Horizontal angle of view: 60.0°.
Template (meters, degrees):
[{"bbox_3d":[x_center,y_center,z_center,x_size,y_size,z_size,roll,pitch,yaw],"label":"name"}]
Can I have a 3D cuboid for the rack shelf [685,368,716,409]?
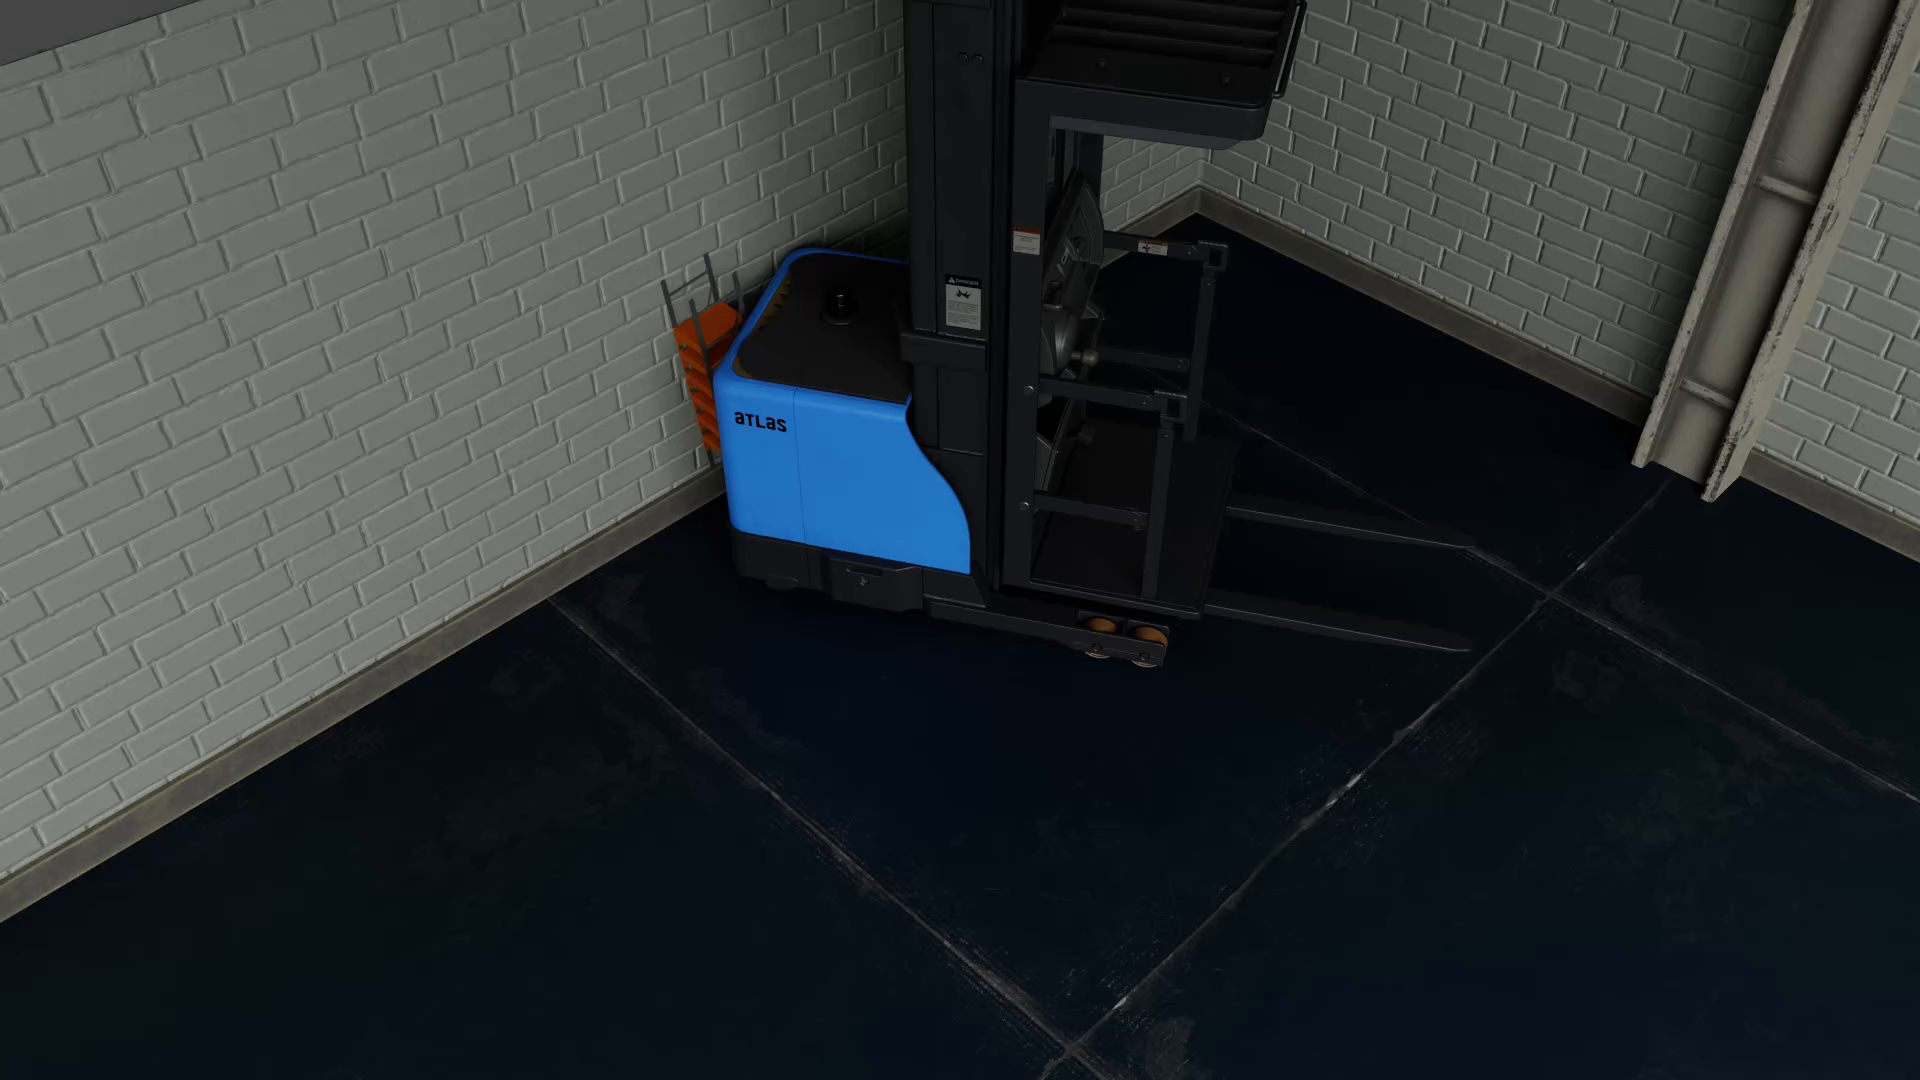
[{"bbox_3d":[-0.996,-0.693,6.992,0.258,0.103,0.180,-38,54,-26],"label":"rack shelf"}]

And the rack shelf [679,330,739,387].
[{"bbox_3d":[-1.006,-0.774,6.904,0.258,0.103,0.180,-38,54,-26],"label":"rack shelf"}]

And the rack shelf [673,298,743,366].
[{"bbox_3d":[-1.016,-0.855,6.816,0.258,0.103,0.180,-38,54,-26],"label":"rack shelf"}]

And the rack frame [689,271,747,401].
[{"bbox_3d":[-0.926,-0.597,6.999,0.240,1.200,0.006,-38,54,-26],"label":"rack frame"}]

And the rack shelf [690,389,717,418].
[{"bbox_3d":[-0.987,-0.612,7.080,0.258,0.103,0.180,-38,54,-26],"label":"rack shelf"}]

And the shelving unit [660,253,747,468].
[{"bbox_3d":[-0.990,-0.642,7.047,0.258,1.200,0.189,-38,54,-26],"label":"shelving unit"}]

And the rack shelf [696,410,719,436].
[{"bbox_3d":[-0.977,-0.531,7.168,0.258,0.103,0.180,-38,54,-26],"label":"rack shelf"}]

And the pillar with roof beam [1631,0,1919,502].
[{"bbox_3d":[0.277,-1.575,2.324,9.100,9.000,0.400,-34,53,-31],"label":"pillar with roof beam"}]

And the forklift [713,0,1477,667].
[{"bbox_3d":[0.607,-0.967,6.136,3.031,2.935,1.130,10,44,11],"label":"forklift"}]

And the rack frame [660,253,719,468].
[{"bbox_3d":[-1.054,-0.686,7.095,0.240,1.200,0.006,-38,54,-26],"label":"rack frame"}]

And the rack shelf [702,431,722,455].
[{"bbox_3d":[-0.967,-0.450,7.256,0.258,0.103,0.180,-38,54,-26],"label":"rack shelf"}]
